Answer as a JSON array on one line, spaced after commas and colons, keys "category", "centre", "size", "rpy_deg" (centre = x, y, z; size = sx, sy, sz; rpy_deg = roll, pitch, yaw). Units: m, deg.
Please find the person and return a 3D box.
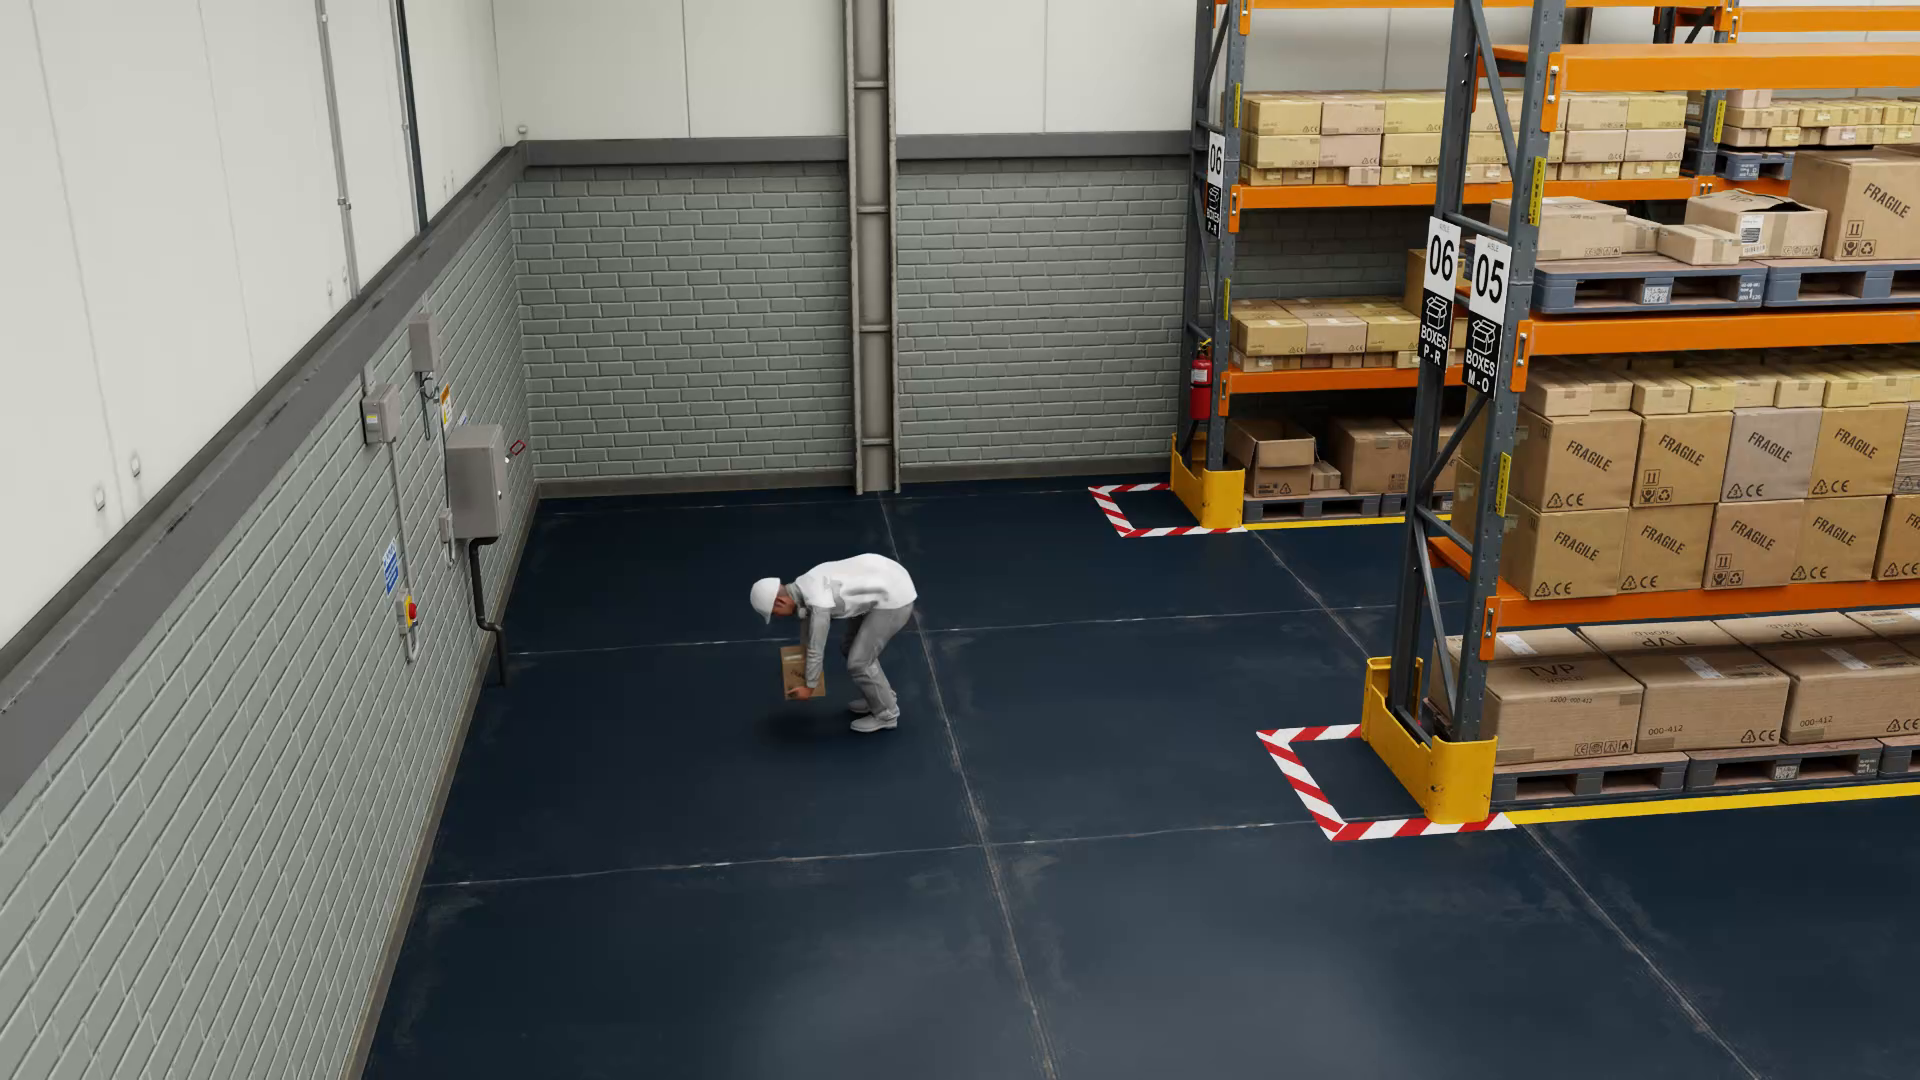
[{"category": "person", "centre": [-0.777, 0.634, 10.285], "size": [1.013, 1.089, 0.481], "rpy_deg": [-4, 20, -10]}]
